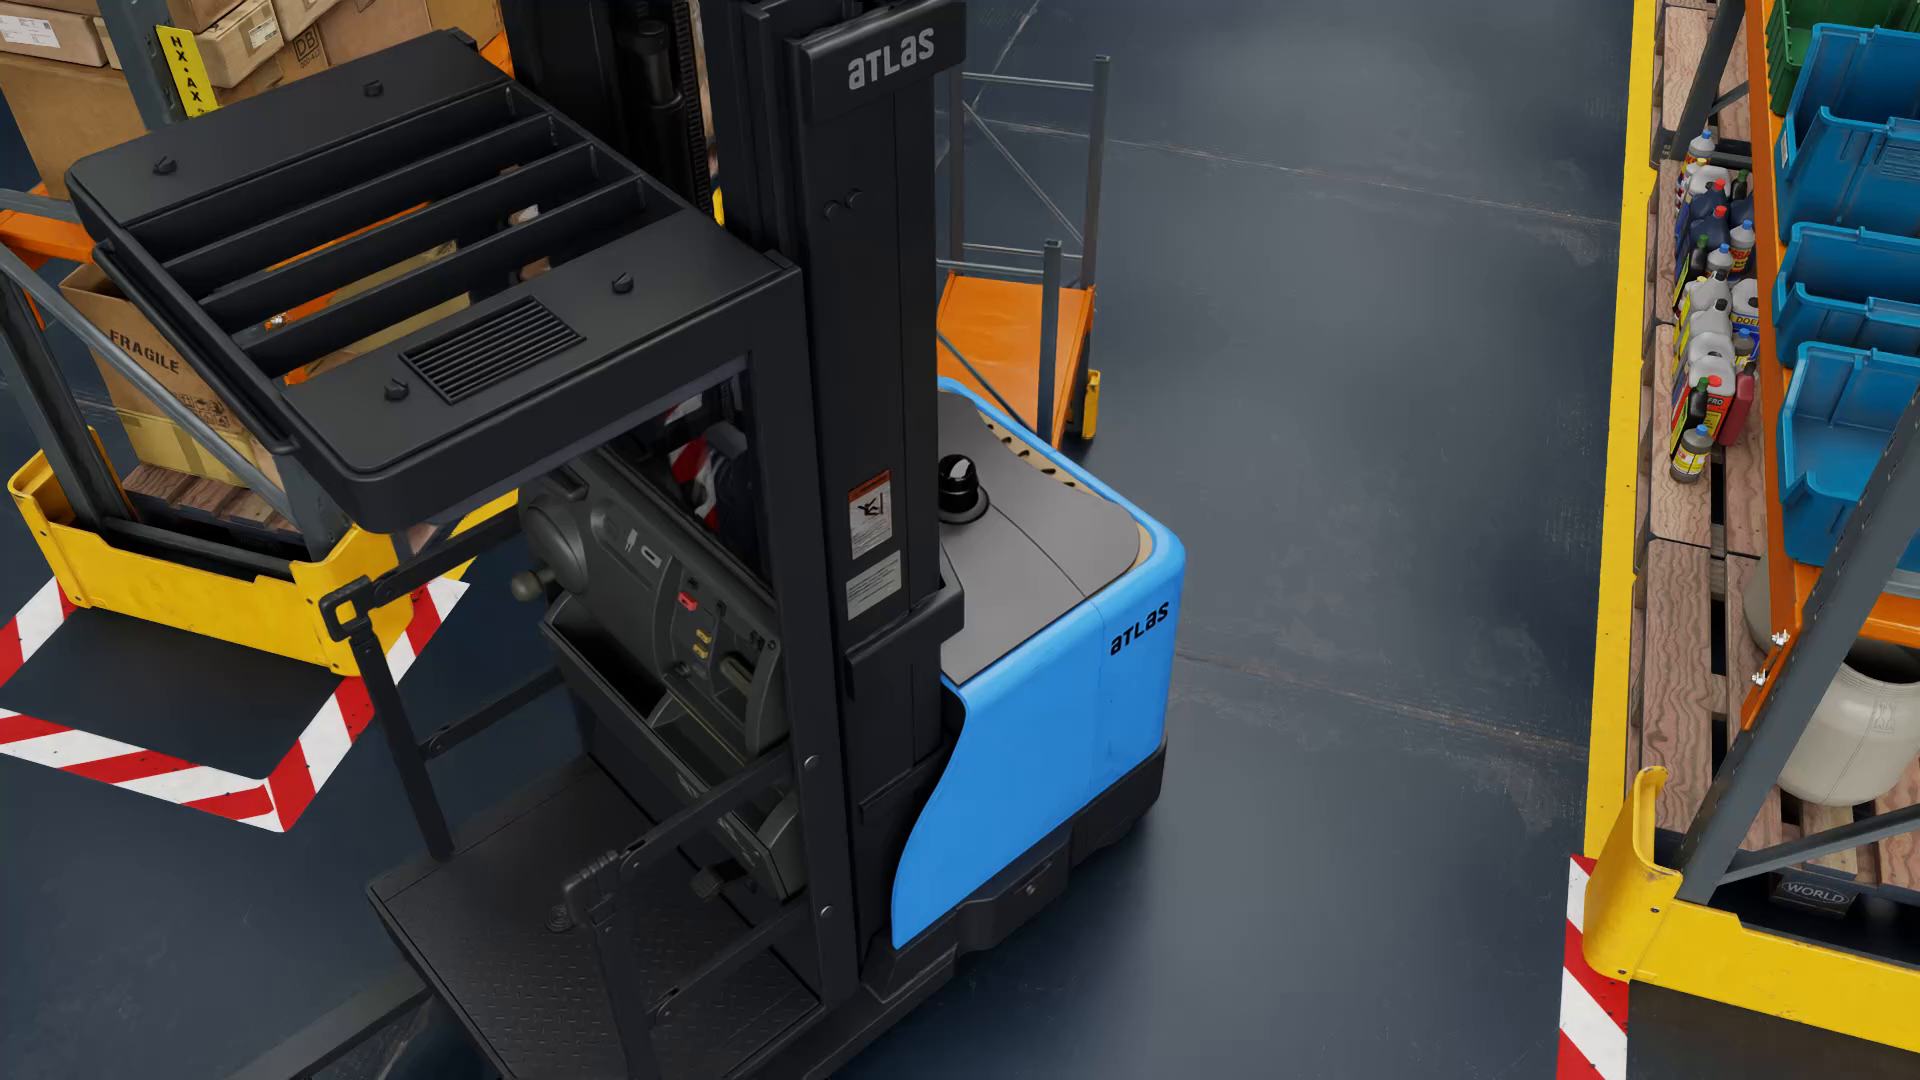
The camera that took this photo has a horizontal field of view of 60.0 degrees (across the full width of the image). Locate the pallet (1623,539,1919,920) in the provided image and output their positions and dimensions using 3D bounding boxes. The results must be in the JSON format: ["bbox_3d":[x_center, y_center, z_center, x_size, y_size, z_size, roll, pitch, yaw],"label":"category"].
[{"bbox_3d":[2.560,0.569,5.018,1.003,0.211,1.213,13,46,13],"label":"pallet"}]

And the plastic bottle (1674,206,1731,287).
[{"bbox_3d":[2.845,-1.127,6.337,0.144,0.351,0.185,11,45,11],"label":"plastic bottle"}]

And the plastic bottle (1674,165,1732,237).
[{"bbox_3d":[2.956,-1.336,6.603,0.152,0.276,0.135,14,46,14],"label":"plastic bottle"}]

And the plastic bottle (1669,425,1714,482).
[{"bbox_3d":[2.469,-0.301,5.599,0.097,0.201,0.097,0,44,0],"label":"plastic bottle"}]

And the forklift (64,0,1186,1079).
[{"bbox_3d":[-0.841,0.167,3.484,3.031,2.935,1.130,-32,53,-29],"label":"forklift"}]

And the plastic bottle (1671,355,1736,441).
[{"bbox_3d":[2.571,-0.490,5.738,0.152,0.276,0.135,13,46,13],"label":"plastic bottle"}]

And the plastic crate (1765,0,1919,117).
[{"bbox_3d":[2.862,-1.572,5.363,0.450,0.188,0.662,13,46,13],"label":"plastic crate"}]

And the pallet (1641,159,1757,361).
[{"bbox_3d":[3.299,-1.057,6.680,1.003,0.211,1.213,13,46,13],"label":"pallet"}]

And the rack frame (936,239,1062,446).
[{"bbox_3d":[0.023,-0.281,4.965,0.500,1.500,0.032,8,45,8],"label":"rack frame"}]

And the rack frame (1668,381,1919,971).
[{"bbox_3d":[2.331,0.173,3.428,1.000,3.000,0.127,13,46,13],"label":"rack frame"}]

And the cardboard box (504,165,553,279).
[{"bbox_3d":[-1.726,-1.294,6.057,0.500,0.500,0.500,13,46,13],"label":"cardboard box"}]

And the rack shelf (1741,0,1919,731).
[{"bbox_3d":[2.936,-0.903,5.042,1.077,0.370,4.000,13,46,13],"label":"rack shelf"}]

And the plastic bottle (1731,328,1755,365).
[{"bbox_3d":[2.788,-0.670,5.976,0.097,0.201,0.097,0,44,0],"label":"plastic bottle"}]

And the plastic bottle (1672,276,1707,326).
[{"bbox_3d":[2.737,-0.890,6.201,0.097,0.201,0.097,0,44,0],"label":"plastic bottle"}]

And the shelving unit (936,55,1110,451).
[{"bbox_3d":[0.120,-0.636,5.328,0.587,1.500,1.083,8,45,8],"label":"shelving unit"}]

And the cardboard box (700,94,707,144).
[{"bbox_3d":[-1.408,-1.689,6.997,0.500,0.250,0.500,13,46,13],"label":"cardboard box"}]

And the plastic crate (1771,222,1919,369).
[{"bbox_3d":[2.399,-0.602,4.327,0.499,0.251,0.408,13,46,13],"label":"plastic crate"}]

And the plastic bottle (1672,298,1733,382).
[{"bbox_3d":[2.660,-0.720,5.921,0.144,0.351,0.185,14,46,14],"label":"plastic bottle"}]

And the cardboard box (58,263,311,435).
[{"bbox_3d":[-2.510,-0.734,5.485,0.500,0.500,0.500,13,46,13],"label":"cardboard box"}]

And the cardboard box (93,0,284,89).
[{"bbox_3d":[-2.065,-1.362,4.462,0.380,0.149,0.250,12,46,12],"label":"cardboard box"}]

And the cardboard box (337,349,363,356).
[{"bbox_3d":[-1.867,-0.690,5.976,0.500,0.250,0.500,13,46,13],"label":"cardboard box"}]

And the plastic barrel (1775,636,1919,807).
[{"bbox_3d":[2.457,0.458,4.616,0.421,0.512,0.421,0,44,0],"label":"plastic barrel"}]

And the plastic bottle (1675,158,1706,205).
[{"bbox_3d":[2.997,-1.463,6.786,0.097,0.201,0.097,0,44,0],"label":"plastic bottle"}]

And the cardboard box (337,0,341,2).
[{"bbox_3d":[-1.911,-1.704,4.812,0.380,0.149,0.250,13,46,13],"label":"cardboard box"}]

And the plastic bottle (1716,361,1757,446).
[{"bbox_3d":[2.673,-0.470,5.713,0.061,0.283,0.133,13,46,13],"label":"plastic bottle"}]

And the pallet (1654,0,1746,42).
[{"bbox_3d":[4.111,-2.844,8.505,1.003,0.211,1.213,13,46,13],"label":"pallet"}]

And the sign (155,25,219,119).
[{"bbox_3d":[-1.862,-1.094,4.048,0.100,0.325,0.005,13,46,13],"label":"sign"}]

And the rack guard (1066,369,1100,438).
[{"bbox_3d":[0.213,-0.532,6.115,0.587,0.250,0.087,8,45,8],"label":"rack guard"}]

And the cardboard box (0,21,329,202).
[{"bbox_3d":[-2.235,-1.222,4.783,0.700,0.500,0.500,13,46,13],"label":"cardboard box"}]

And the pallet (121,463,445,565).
[{"bbox_3d":[-2.197,-0.400,6.008,1.003,0.211,1.213,13,46,13],"label":"pallet"}]

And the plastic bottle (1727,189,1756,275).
[{"bbox_3d":[3.040,-1.223,6.434,0.144,0.351,0.185,13,46,13],"label":"plastic bottle"}]

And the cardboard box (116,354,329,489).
[{"bbox_3d":[-2.508,-0.466,5.747,0.500,0.250,0.500,13,46,13],"label":"cardboard box"}]

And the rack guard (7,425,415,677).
[{"bbox_3d":[-2.396,0.031,5.361,1.175,0.500,0.348,13,46,13],"label":"rack guard"}]

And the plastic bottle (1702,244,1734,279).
[{"bbox_3d":[2.836,-0.993,6.256,0.097,0.271,0.097,0,44,0],"label":"plastic bottle"}]

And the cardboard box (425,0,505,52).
[{"bbox_3d":[-1.925,-1.903,5.479,0.700,0.500,0.500,13,46,13],"label":"cardboard box"}]
